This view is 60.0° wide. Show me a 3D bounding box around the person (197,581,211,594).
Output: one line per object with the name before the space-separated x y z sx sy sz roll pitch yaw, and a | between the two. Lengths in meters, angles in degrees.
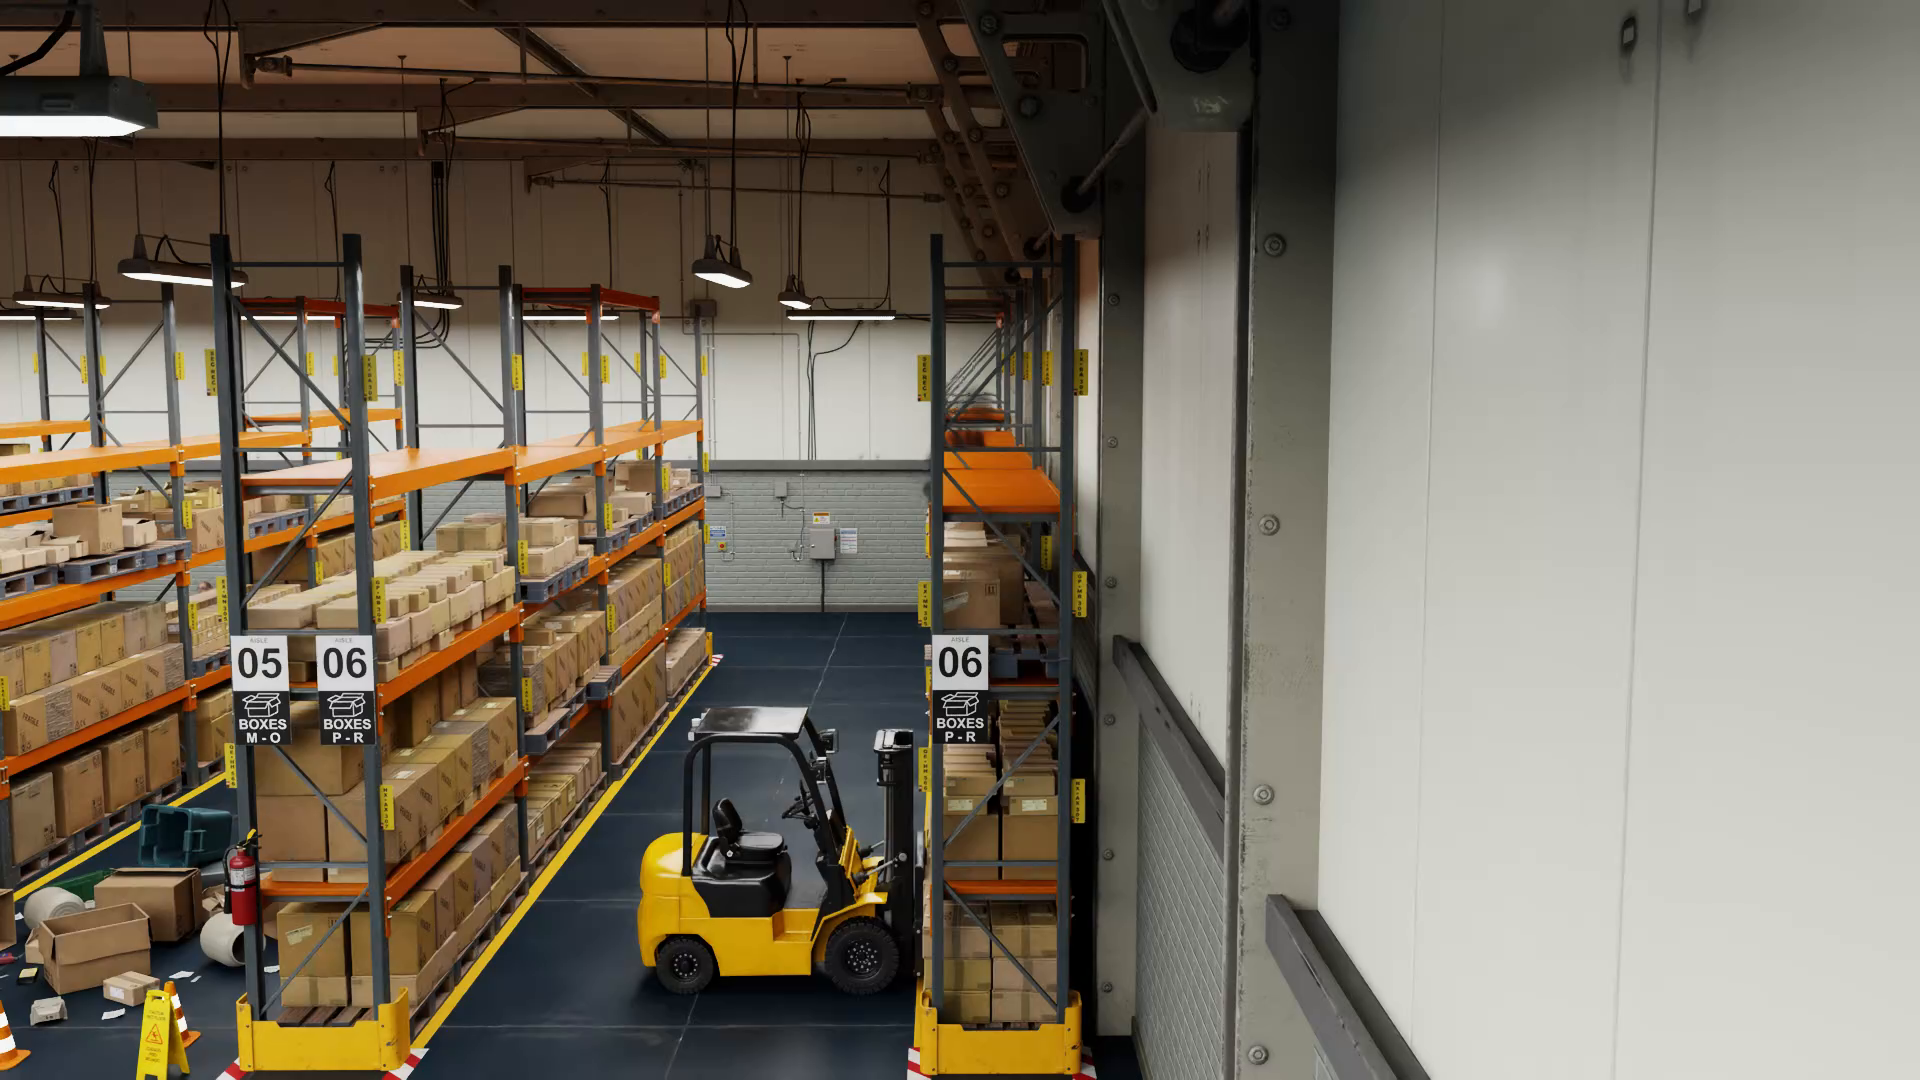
person | -11.482 1.508 25.515 0.675 1.775 0.907 1 6 8
